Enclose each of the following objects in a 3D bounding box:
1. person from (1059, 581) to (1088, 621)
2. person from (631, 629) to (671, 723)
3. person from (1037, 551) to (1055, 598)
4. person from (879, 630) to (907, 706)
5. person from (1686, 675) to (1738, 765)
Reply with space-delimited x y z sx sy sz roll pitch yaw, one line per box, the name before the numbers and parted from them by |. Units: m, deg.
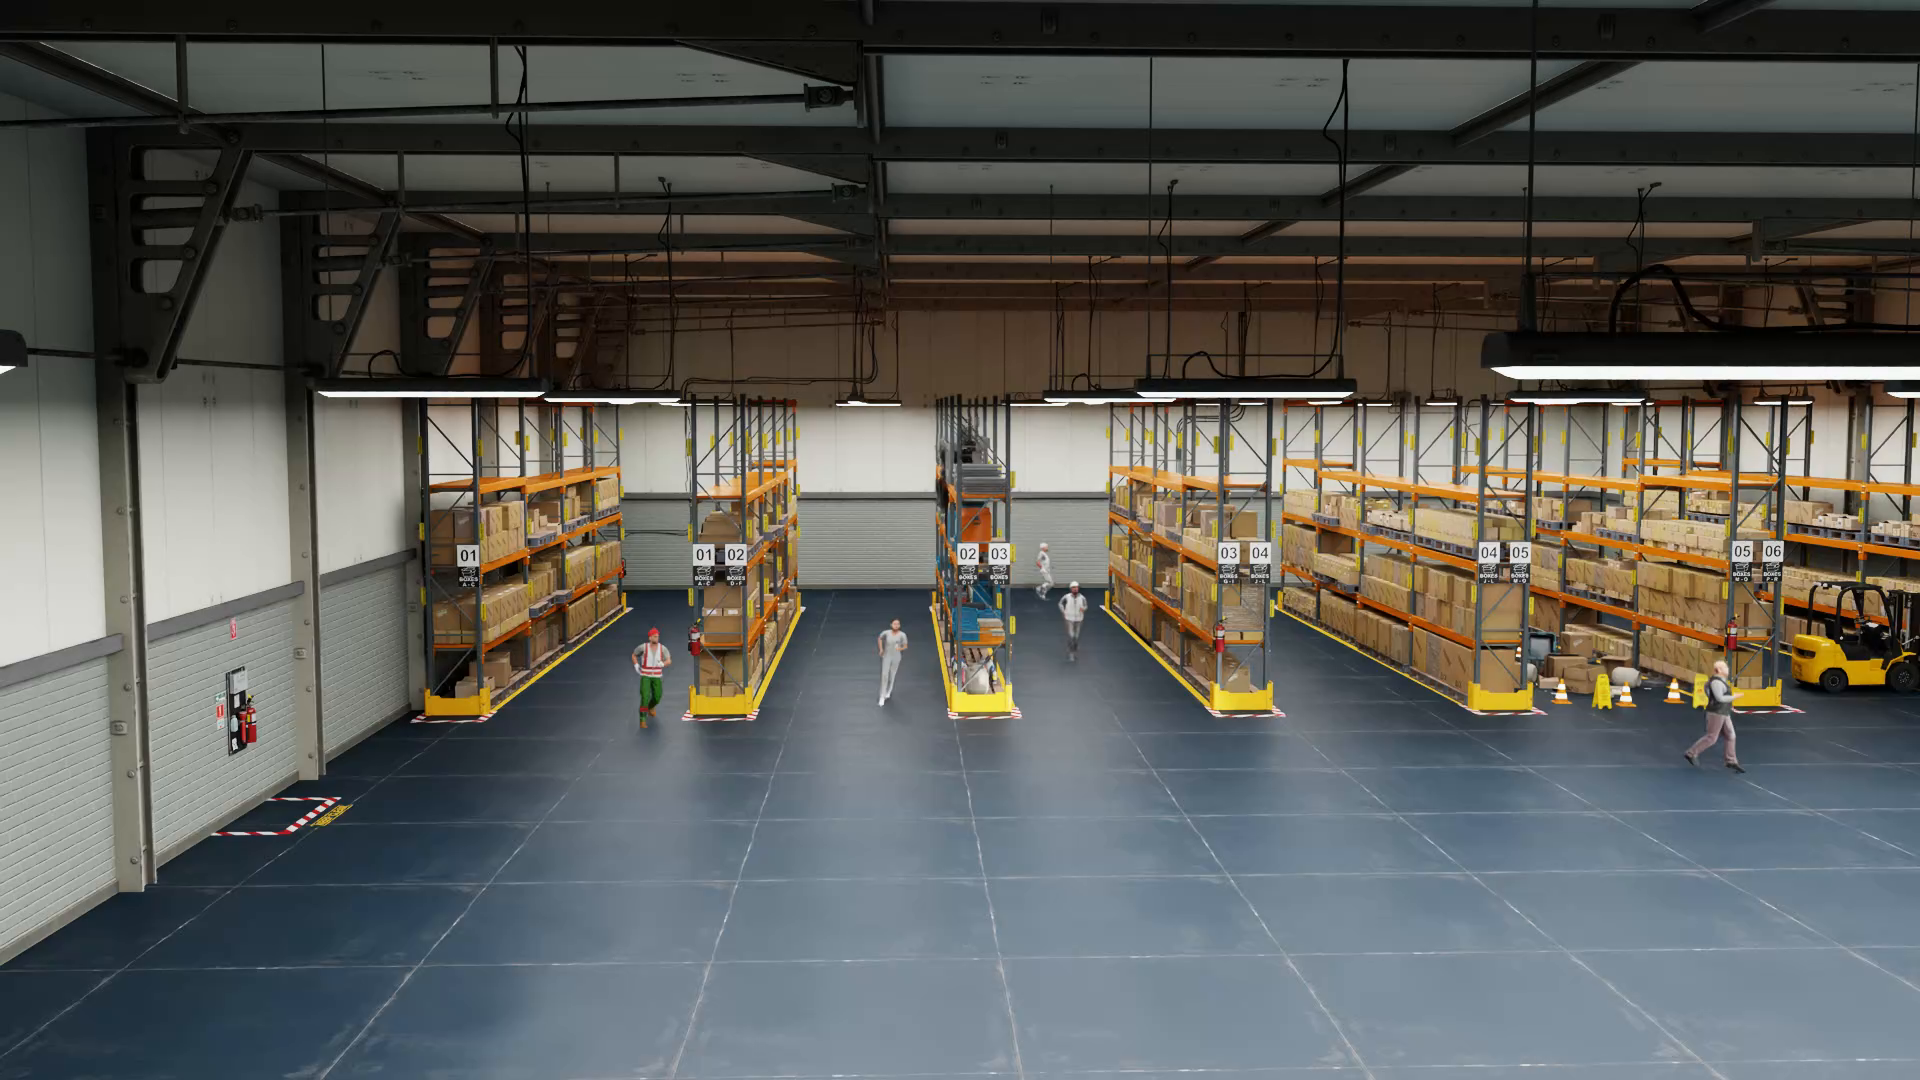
person | 2.618 1.394 37.936 0.648 0.892 0.585 -1 5 -10
person | -5.605 2.437 30.260 0.689 1.664 0.739 -2 5 -23
person | 2.557 1.049 49.583 0.541 1.445 0.538 1 5 10
person | -1.317 2.472 32.467 0.575 1.451 0.835 0 5 -5
person | 11.897 2.834 26.270 0.747 1.410 0.445 3 5 31
